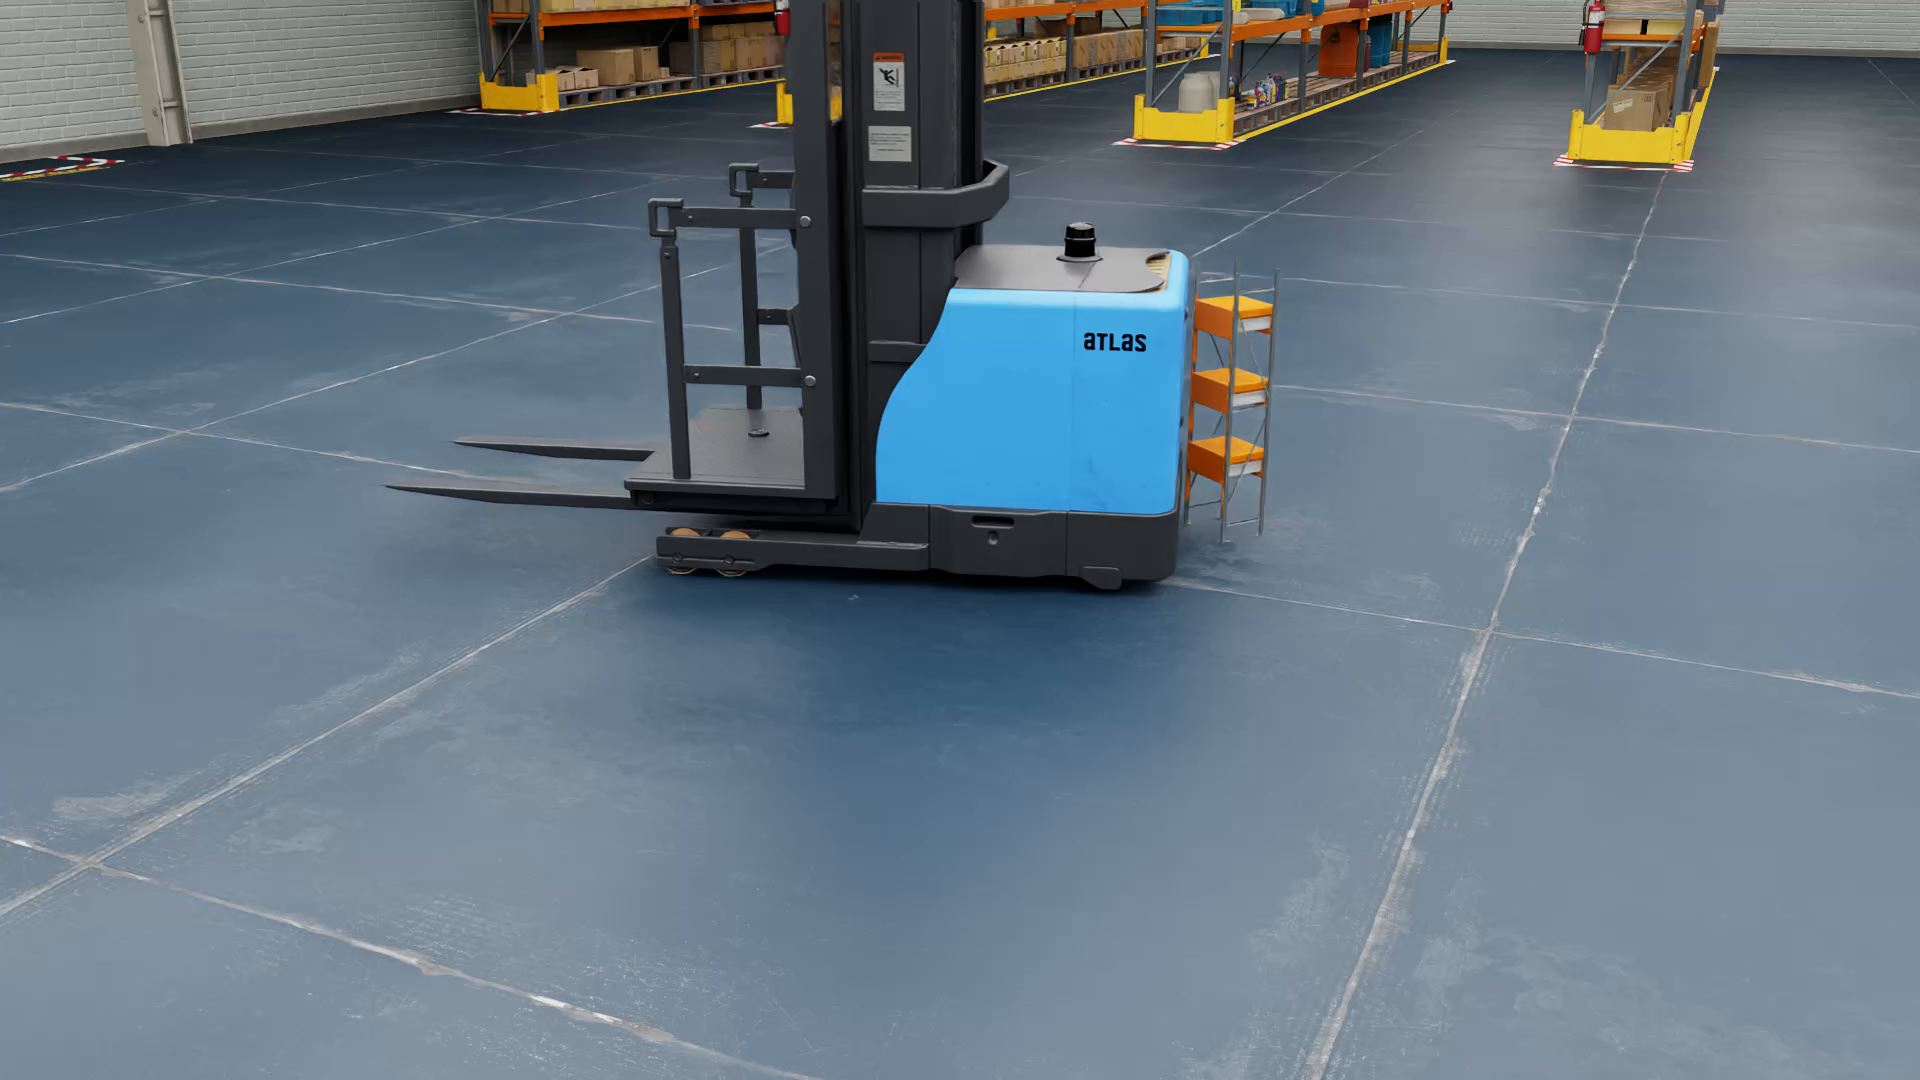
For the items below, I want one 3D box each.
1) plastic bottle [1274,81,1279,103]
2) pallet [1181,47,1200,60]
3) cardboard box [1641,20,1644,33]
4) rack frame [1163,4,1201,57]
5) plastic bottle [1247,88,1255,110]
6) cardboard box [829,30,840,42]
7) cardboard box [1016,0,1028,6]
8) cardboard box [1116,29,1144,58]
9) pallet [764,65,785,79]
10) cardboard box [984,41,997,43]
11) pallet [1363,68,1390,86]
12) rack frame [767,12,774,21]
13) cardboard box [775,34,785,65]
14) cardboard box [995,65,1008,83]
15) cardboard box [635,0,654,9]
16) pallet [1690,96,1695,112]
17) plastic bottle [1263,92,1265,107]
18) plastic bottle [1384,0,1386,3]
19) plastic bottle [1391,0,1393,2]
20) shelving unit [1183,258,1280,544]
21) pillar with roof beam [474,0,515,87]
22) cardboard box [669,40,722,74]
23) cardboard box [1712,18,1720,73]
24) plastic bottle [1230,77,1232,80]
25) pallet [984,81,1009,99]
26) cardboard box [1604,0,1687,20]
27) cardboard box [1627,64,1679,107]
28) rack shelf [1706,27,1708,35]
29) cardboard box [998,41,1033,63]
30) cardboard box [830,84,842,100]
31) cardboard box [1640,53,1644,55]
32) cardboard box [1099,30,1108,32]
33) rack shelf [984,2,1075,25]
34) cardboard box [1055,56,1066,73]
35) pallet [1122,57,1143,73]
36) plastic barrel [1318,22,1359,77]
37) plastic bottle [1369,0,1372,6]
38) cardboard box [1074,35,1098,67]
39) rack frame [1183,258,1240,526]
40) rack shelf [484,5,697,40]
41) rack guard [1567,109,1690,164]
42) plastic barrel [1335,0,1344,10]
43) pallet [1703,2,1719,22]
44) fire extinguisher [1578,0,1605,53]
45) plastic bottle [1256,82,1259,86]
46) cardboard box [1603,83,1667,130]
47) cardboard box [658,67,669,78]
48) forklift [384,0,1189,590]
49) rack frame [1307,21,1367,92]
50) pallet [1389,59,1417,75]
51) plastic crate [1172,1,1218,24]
[{"bbox_3d":[4.229,-6.018,22.312,0.061,0.283,0.133,10,22,26],"label":"plastic bottle"},{"bbox_3d":[4.377,-10.210,34.862,1.003,0.211,1.213,9,21,23],"label":"pallet"},{"bbox_3d":[7.250,-5.613,18.149,0.380,0.149,0.250,9,21,23],"label":"cardboard box"},{"bbox_3d":[4.734,-11.791,35.146,1.000,3.000,0.127,9,21,23],"label":"rack frame"},{"bbox_3d":[3.726,-5.652,21.300,0.097,0.271,0.097,0,20,0],"label":"plastic bottle"},{"bbox_3d":[-2.642,-9.415,31.049,0.750,0.750,0.750,8,21,22],"label":"cardboard box"},{"bbox_3d":[0.786,-8.877,26.804,0.500,0.500,0.500,7,21,20],"label":"cardboard box"},{"bbox_3d":[3.155,-9.407,31.518,0.500,0.500,0.500,8,21,22],"label":"cardboard box"},{"bbox_3d":[-3.384,-8.471,29.974,1.003,0.211,1.213,9,21,23],"label":"pallet"},{"bbox_3d":[0.347,-7.917,26.895,0.500,0.311,0.500,8,21,22],"label":"cardboard box"},{"bbox_3d":[6.761,-7.969,28.561,1.003,0.211,1.213,9,21,23],"label":"pallet"},{"bbox_3d":[-3.063,-10.024,30.177,1.000,3.000,0.127,9,21,23],"label":"rack frame"},{"bbox_3d":[-3.310,-8.826,29.884,0.700,0.500,0.500,9,21,23],"label":"cardboard box"},{"bbox_3d":[0.422,-7.270,25.911,0.500,0.250,0.500,9,22,24],"label":"cardboard box"},{"bbox_3d":[-5.022,-8.246,25.373,0.500,0.250,0.500,8,21,22],"label":"cardboard box"},{"bbox_3d":[9.672,-6.061,23.195,1.003,0.211,1.213,9,21,23],"label":"pallet"},{"bbox_3d":[3.948,-5.785,21.778,0.097,0.201,0.097,0,20,0],"label":"plastic bottle"},{"bbox_3d":[7.085,-9.201,27.938,0.144,0.351,0.185,9,21,23],"label":"plastic bottle"},{"bbox_3d":[7.336,-9.357,28.487,0.152,0.276,0.135,9,21,23],"label":"plastic bottle"},{"bbox_3d":[1.039,-0.532,6.397,0.215,1.050,0.252,-10,22,-27],"label":"shelving unit"},{"bbox_3d":[-2.914,-10.147,21.570,9.100,9.000,0.400,9,21,23],"label":"pillar with roof beam"},{"bbox_3d":[-4.415,-8.058,27.723,0.700,0.500,0.500,9,22,25],"label":"cardboard box"},{"bbox_3d":[11.888,-8.206,27.610,1.225,0.875,0.875,9,21,23],"label":"cardboard box"},{"bbox_3d":[3.700,-6.226,22.906,0.152,0.276,0.135,9,22,25],"label":"plastic bottle"},{"bbox_3d":[0.086,-7.039,25.947,1.003,0.211,1.213,9,21,23],"label":"pallet"},{"bbox_3d":[7.468,-5.891,17.963,0.875,0.500,0.500,9,21,23],"label":"cardboard box"},{"bbox_3d":[9.127,-5.976,21.870,0.700,0.500,0.500,7,21,19],"label":"cardboard box"},{"bbox_3d":[11.313,-8.257,26.284,1.077,0.370,4.000,9,21,23],"label":"rack shelf"},{"bbox_3d":[0.845,-7.851,26.709,0.500,0.311,0.500,9,22,24],"label":"cardboard box"},{"bbox_3d":[-1.395,-5.935,22.158,0.500,0.250,0.500,9,21,23],"label":"cardboard box"},{"bbox_3d":[10.238,-6.807,24.206,0.700,0.500,0.500,7,21,20],"label":"cardboard box"},{"bbox_3d":[2.467,-9.318,31.268,0.500,0.500,0.500,9,21,23],"label":"cardboard box"},{"bbox_3d":[0.639,-8.395,26.671,1.077,0.370,4.000,9,21,23],"label":"rack shelf"},{"bbox_3d":[1.465,-8.053,28.113,0.500,0.250,0.500,9,22,24],"label":"cardboard box"},{"bbox_3d":[2.797,-9.000,31.461,1.003,0.211,1.213,9,21,23],"label":"pallet"},{"bbox_3d":[6.160,-7.992,27.075,0.600,0.830,0.708,9,21,23],"label":"plastic barrel"},{"bbox_3d":[6.624,-8.791,26.887,0.061,0.283,0.133,9,21,23],"label":"plastic bottle"},{"bbox_3d":[2.114,-8.635,29.348,0.500,0.500,0.500,8,21,21],"label":"cardboard box"},{"bbox_3d":[0.981,-0.568,6.499,0.200,1.050,0.008,-10,22,-27],"label":"rack frame"},{"bbox_3d":[-5.520,-7.851,25.141,1.077,0.370,4.000,9,21,23],"label":"rack shelf"},{"bbox_3d":[7.249,-4.385,18.052,1.175,0.500,0.348,9,21,23],"label":"rack guard"},{"bbox_3d":[5.577,-8.244,25.008,0.421,0.512,0.421,0,20,0],"label":"plastic barrel"},{"bbox_3d":[9.302,-6.885,21.639,1.003,0.211,1.213,9,21,23],"label":"pallet"},{"bbox_3d":[6.751,-5.531,17.660,0.296,0.674,0.183,9,21,23],"label":"fire extinguisher"},{"bbox_3d":[3.958,-5.940,22.093,0.061,0.283,0.133,9,21,23],"label":"plastic bottle"},{"bbox_3d":[7.703,-4.935,18.973,0.500,0.500,0.500,15,25,37],"label":"cardboard box"},{"bbox_3d":[-4.892,-7.506,26.669,0.380,0.166,0.250,6,20,16],"label":"cardboard box"},{"bbox_3d":[-0.669,-1.415,6.074,3.031,2.935,1.130,3,20,8],"label":"forklift"},{"bbox_3d":[5.976,-8.664,26.355,1.000,3.000,0.127,9,21,23],"label":"rack frame"},{"bbox_3d":[7.879,-8.803,30.908,1.003,0.211,1.213,9,21,23],"label":"pallet"},{"bbox_3d":[2.903,-6.540,20.605,0.499,0.251,0.408,9,21,23],"label":"plastic crate"}]
